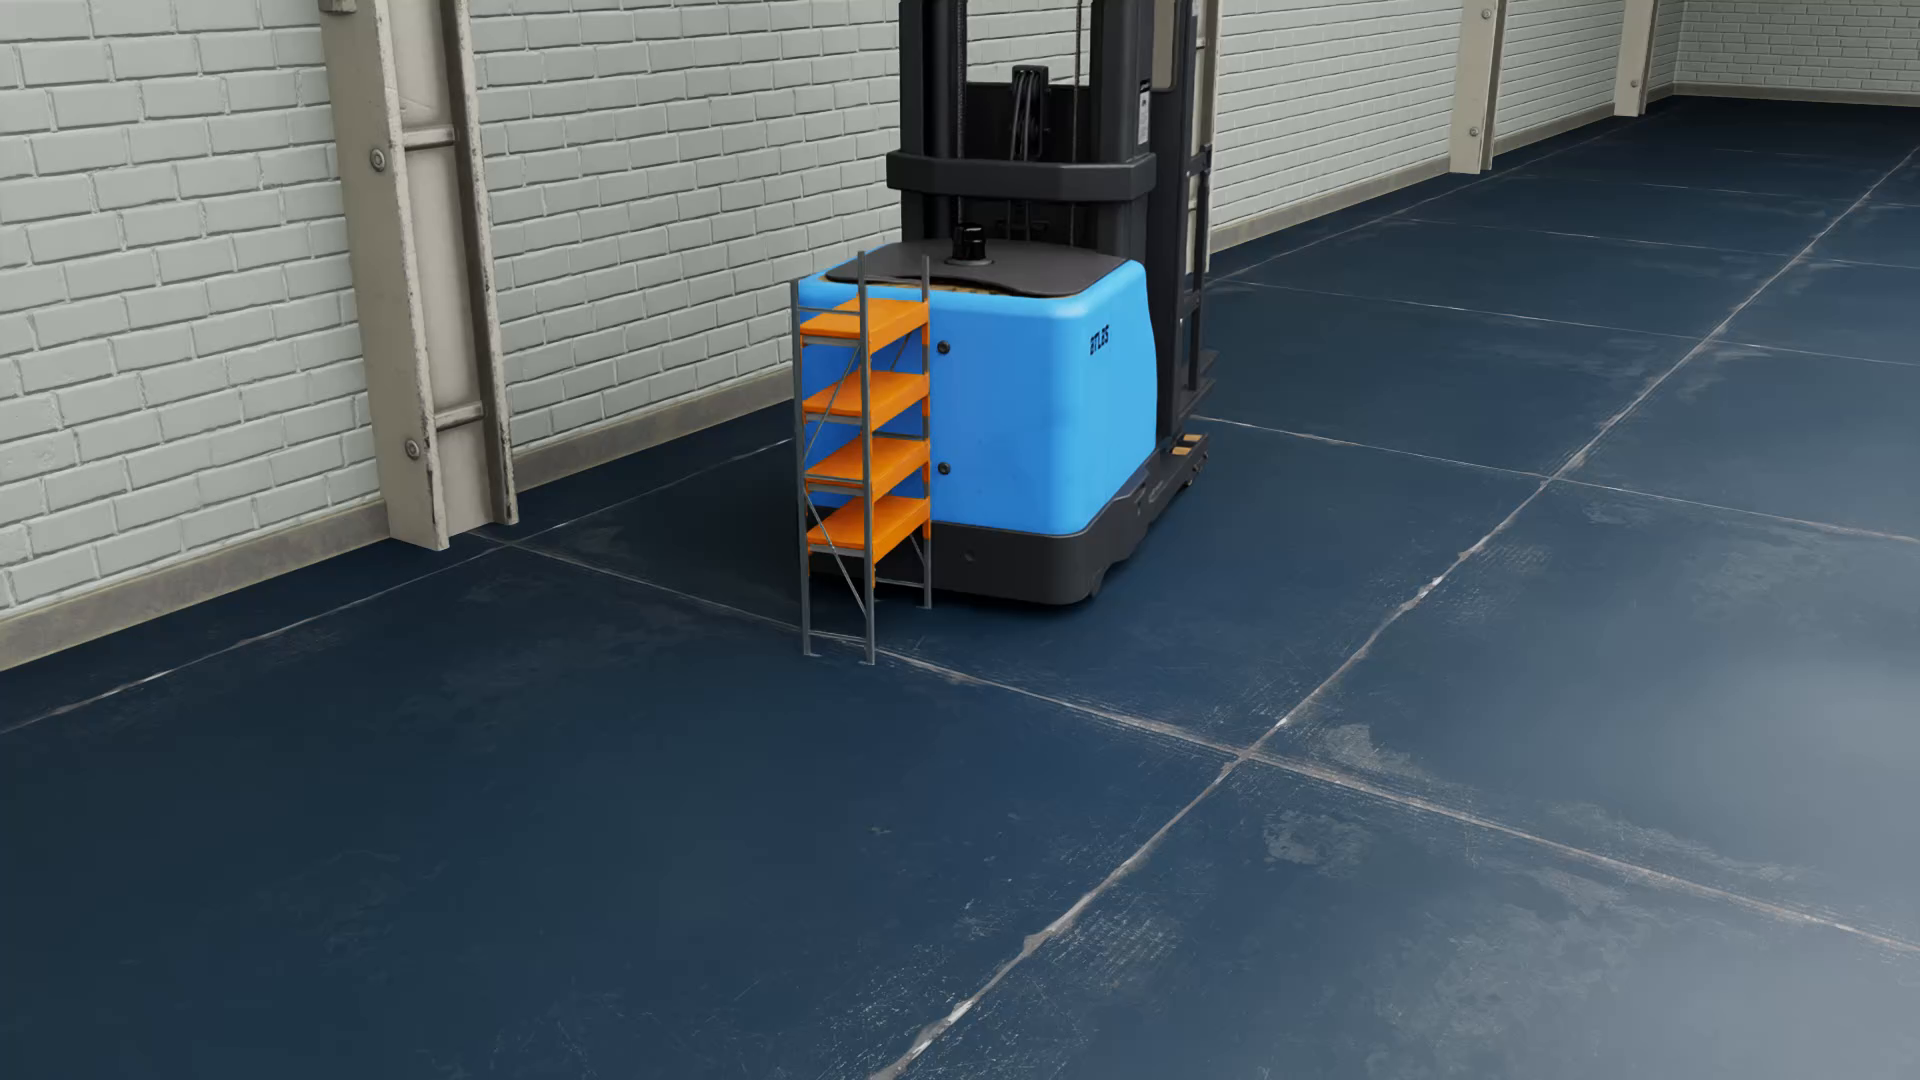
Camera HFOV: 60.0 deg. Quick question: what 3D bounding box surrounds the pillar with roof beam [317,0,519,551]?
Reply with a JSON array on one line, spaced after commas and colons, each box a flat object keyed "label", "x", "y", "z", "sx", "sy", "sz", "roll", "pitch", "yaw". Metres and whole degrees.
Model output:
[{"label": "pillar with roof beam", "x": 1.614, "y": -3.426, "z": 2.556, "sx": 9.100, "sy": 9.000, "sz": 0.400, "roll": 13, "pitch": 24, "yaw": 32}]

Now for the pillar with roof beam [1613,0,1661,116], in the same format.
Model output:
[{"label": "pillar with roof beam", "x": 11.733, "y": -8.591, "z": 16.518, "sx": 9.100, "sy": 9.000, "sz": 0.400, "roll": 13, "pitch": 24, "yaw": 32}]

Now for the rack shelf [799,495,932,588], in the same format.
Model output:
[{"label": "rack shelf", "x": -0.297, "y": -0.013, "z": 5.336, "sx": 0.258, "sy": 0.148, "sz": 0.480, "roll": 7, "pitch": 22, "yaw": 19}]

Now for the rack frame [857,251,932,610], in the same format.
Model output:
[{"label": "rack frame", "x": -0.212, "y": -0.341, "z": 5.458, "sx": 0.240, "sy": 1.200, "sz": 0.015, "roll": 7, "pitch": 22, "yaw": 19}]

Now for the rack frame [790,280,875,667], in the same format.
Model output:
[{"label": "rack frame", "x": -0.381, "y": -0.183, "z": 5.029, "sx": 0.240, "sy": 1.200, "sz": 0.015, "roll": 7, "pitch": 22, "yaw": 19}]

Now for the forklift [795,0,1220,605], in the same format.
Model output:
[{"label": "forklift", "x": 0.418, "y": -1.638, "z": 6.469, "sx": 1.130, "sy": 2.935, "sz": 3.031, "roll": 7, "pitch": 22, "yaw": 19}]

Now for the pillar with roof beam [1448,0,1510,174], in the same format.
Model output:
[{"label": "pillar with roof beam", "x": 8.360, "y": -6.869, "z": 11.864, "sx": 9.100, "sy": 9.000, "sz": 0.400, "roll": 13, "pitch": 24, "yaw": 32}]

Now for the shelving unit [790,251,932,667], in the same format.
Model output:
[{"label": "shelving unit", "x": -0.297, "y": -0.262, "z": 5.244, "sx": 0.258, "sy": 1.200, "sz": 0.503, "roll": 7, "pitch": 22, "yaw": 19}]

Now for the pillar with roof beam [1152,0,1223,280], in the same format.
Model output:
[{"label": "pillar with roof beam", "x": 4.987, "y": -5.148, "z": 7.210, "sx": 9.100, "sy": 9.000, "sz": 0.400, "roll": 13, "pitch": 24, "yaw": 32}]

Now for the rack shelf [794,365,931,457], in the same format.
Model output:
[{"label": "rack shelf", "x": -0.297, "y": -0.409, "z": 5.189, "sx": 0.258, "sy": 0.148, "sz": 0.480, "roll": 7, "pitch": 22, "yaw": 19}]

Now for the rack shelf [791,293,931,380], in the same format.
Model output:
[{"label": "rack shelf", "x": -0.297, "y": -0.630, "z": 5.107, "sx": 0.258, "sy": 0.148, "sz": 0.480, "roll": 7, "pitch": 22, "yaw": 19}]

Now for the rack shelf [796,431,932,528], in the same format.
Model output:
[{"label": "rack shelf", "x": -0.297, "y": -0.199, "z": 5.267, "sx": 0.258, "sy": 0.148, "sz": 0.480, "roll": 7, "pitch": 22, "yaw": 19}]
